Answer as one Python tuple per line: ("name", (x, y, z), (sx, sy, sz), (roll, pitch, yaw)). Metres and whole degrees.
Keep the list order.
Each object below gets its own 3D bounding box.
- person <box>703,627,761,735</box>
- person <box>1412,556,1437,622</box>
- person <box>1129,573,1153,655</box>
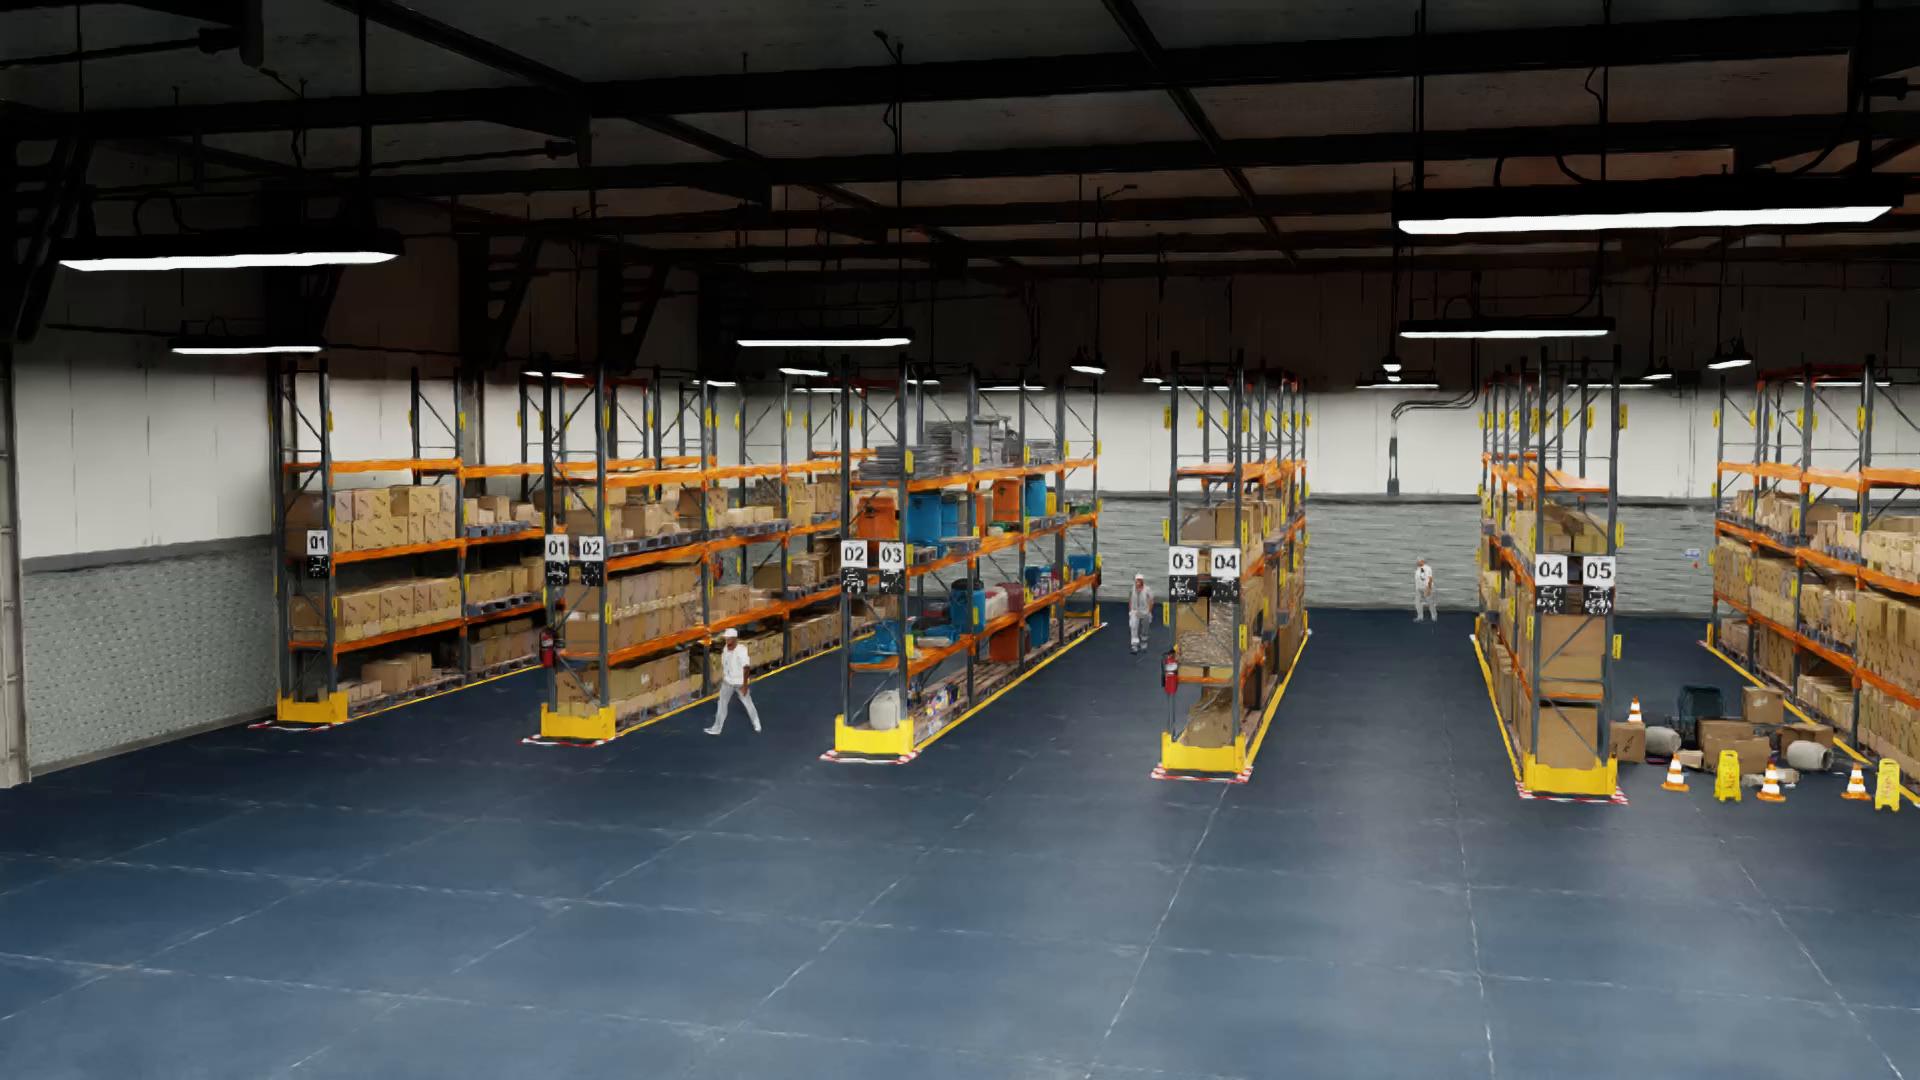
("person", (-3.600, 2.246, 26.474), (0.620, 1.723, 0.957), (3, 5, 38))
("person", (11.598, 1.208, 41.402), (0.576, 1.650, 0.531), (-2, 5, -26))
("person", (3.871, 1.569, 35.685), (0.565, 1.736, 1.045), (1, 4, 14))
